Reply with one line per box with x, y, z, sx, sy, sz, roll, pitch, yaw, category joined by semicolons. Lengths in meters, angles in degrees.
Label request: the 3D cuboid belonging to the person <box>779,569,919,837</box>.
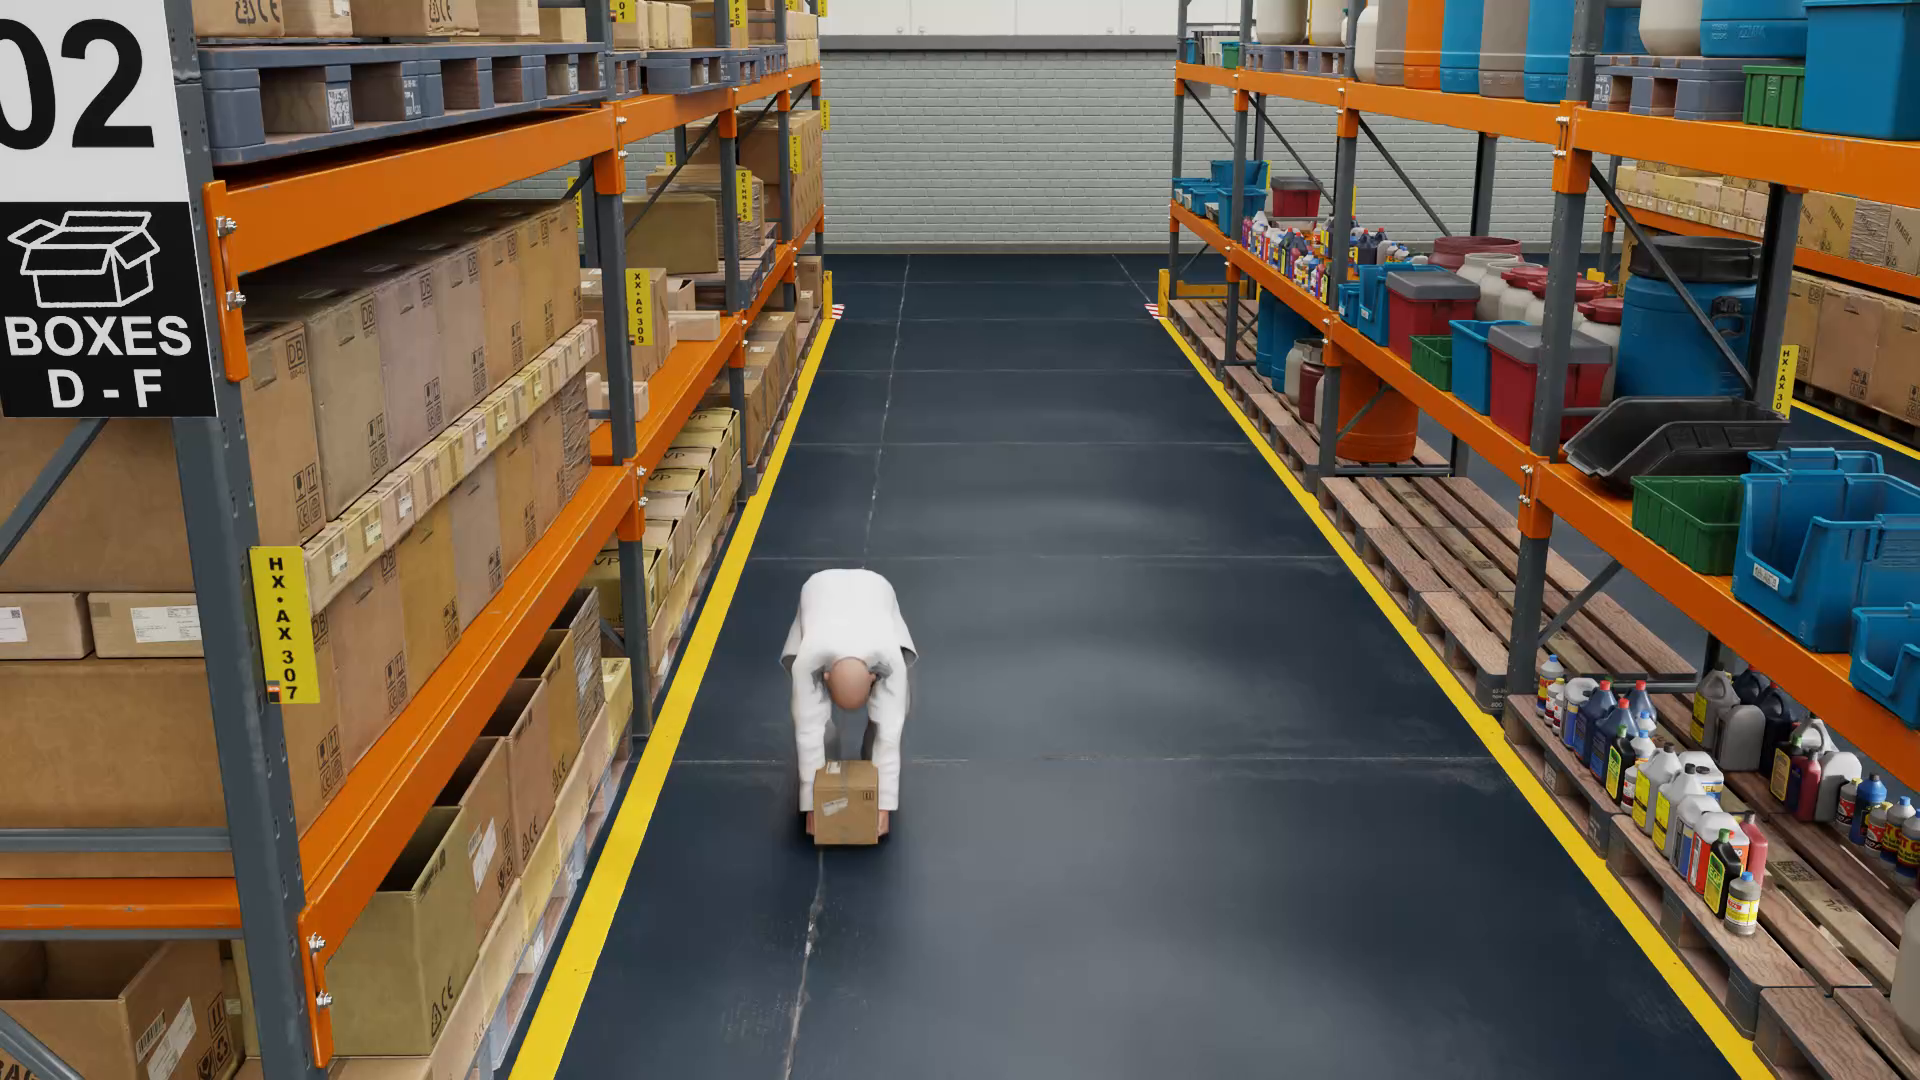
-0.461;0.635;6.894;0.586;0.950;0.945;-1;17;-3;person
